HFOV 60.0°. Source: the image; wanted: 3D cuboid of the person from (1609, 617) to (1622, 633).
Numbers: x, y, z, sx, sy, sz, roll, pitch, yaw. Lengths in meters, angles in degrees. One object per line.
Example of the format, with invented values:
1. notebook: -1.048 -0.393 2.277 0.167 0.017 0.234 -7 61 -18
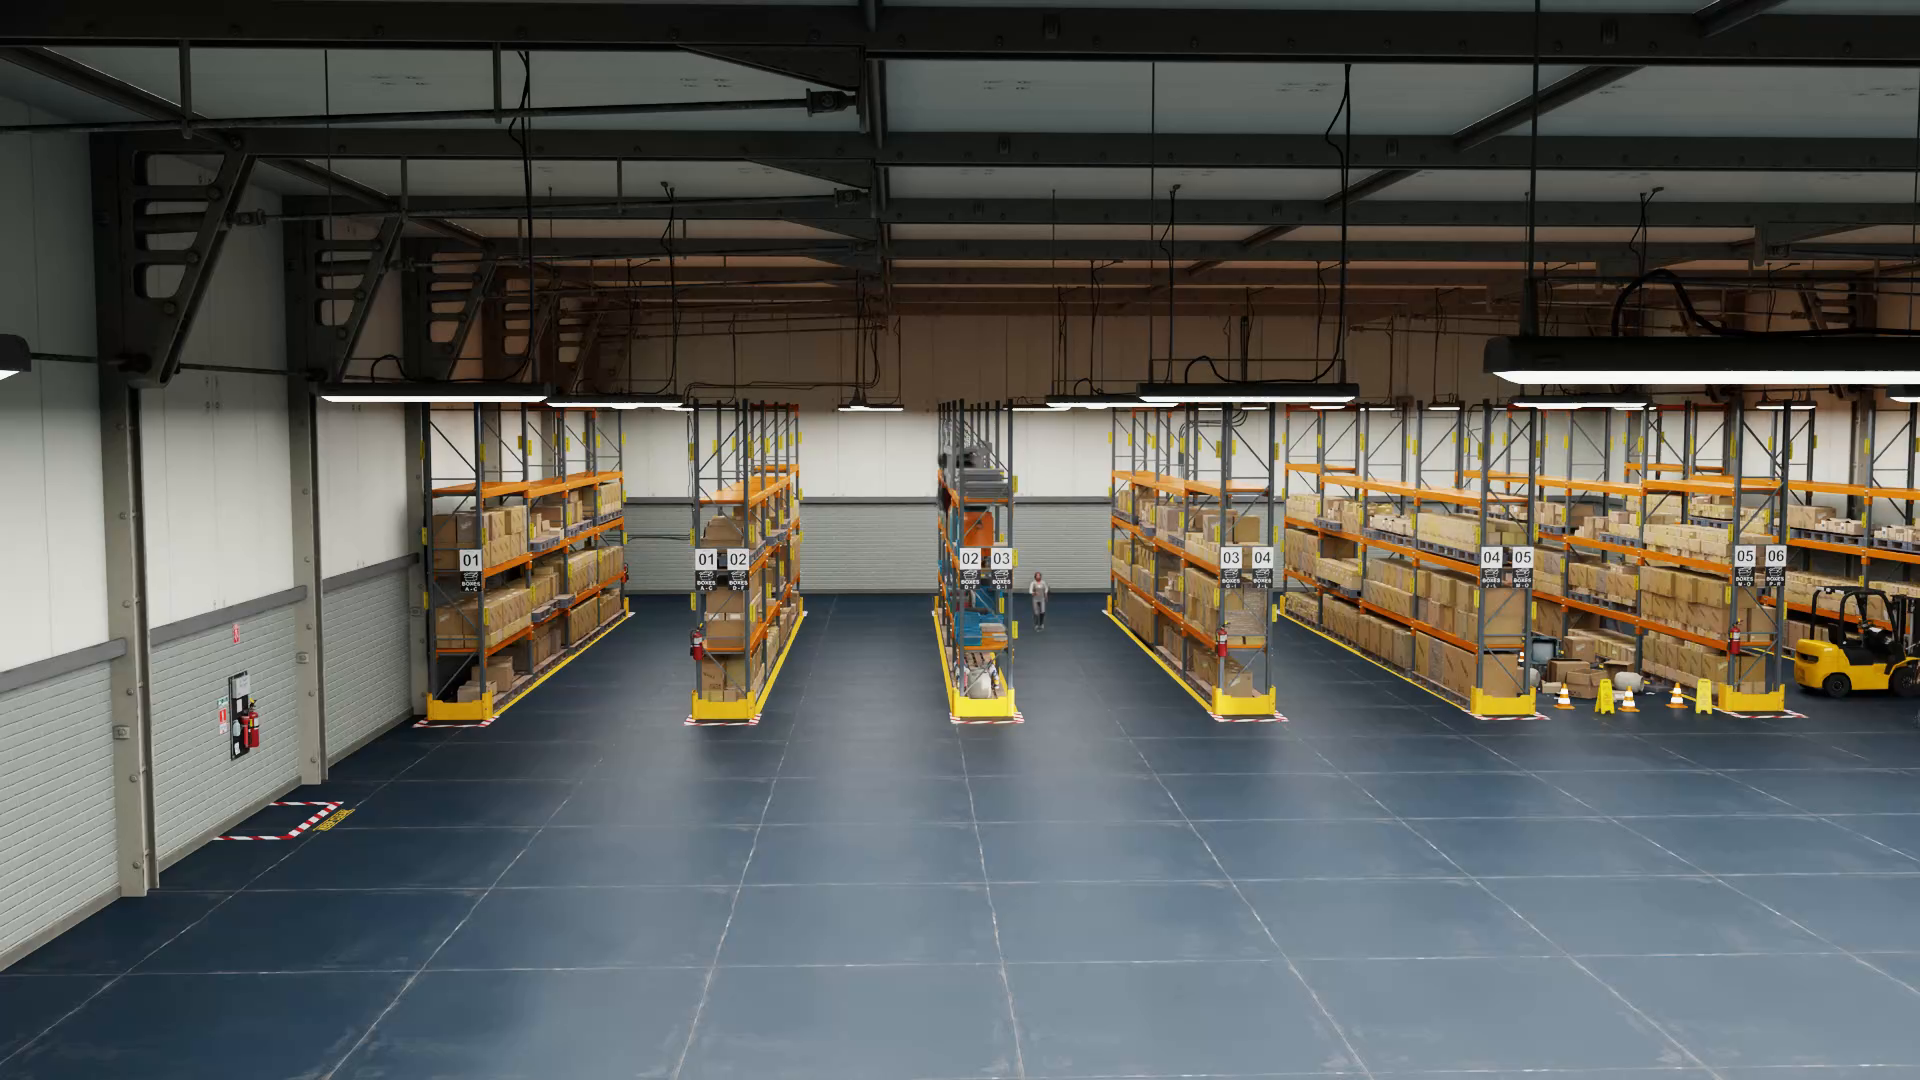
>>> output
1. person: 16.443 1.634 42.150 0.645 1.729 0.951 -1 4 -10

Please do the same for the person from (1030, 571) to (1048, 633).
1. person: 2.076 1.622 43.518 0.508 1.606 0.672 0 4 -4
